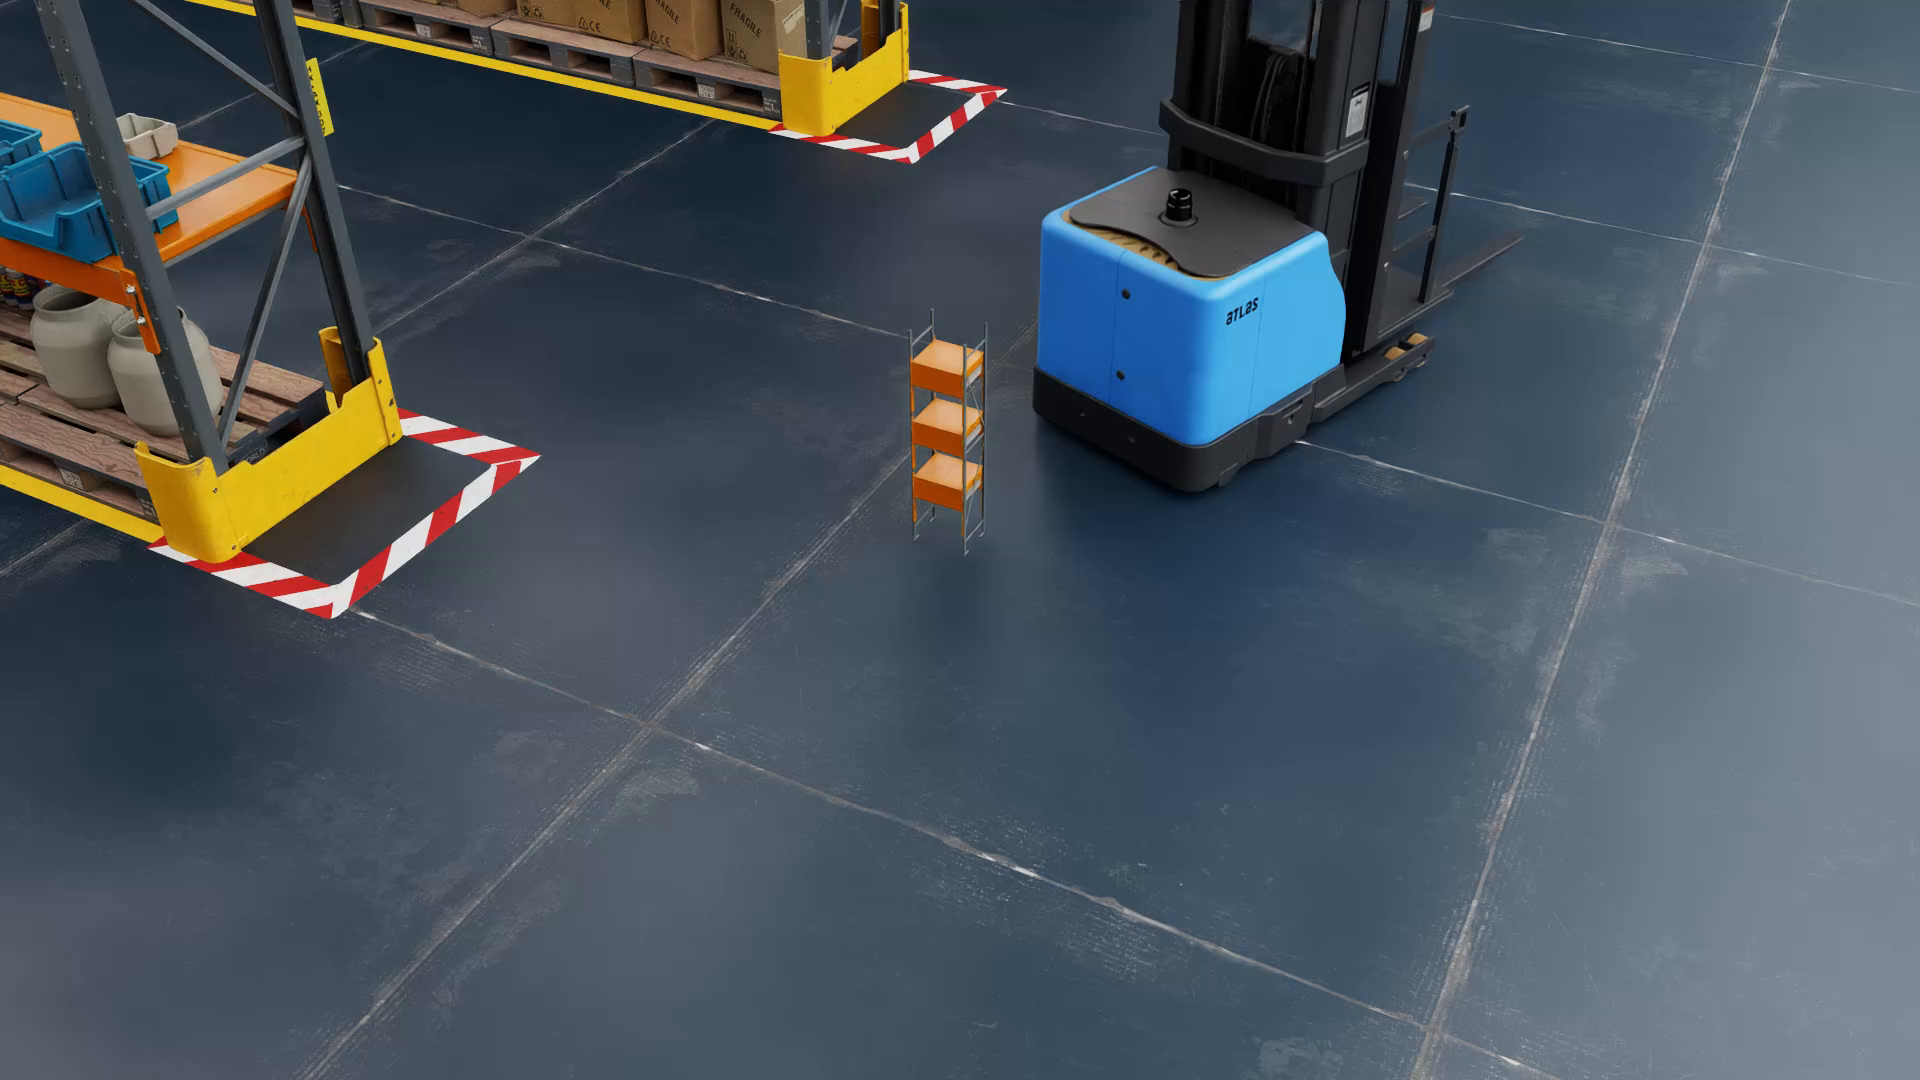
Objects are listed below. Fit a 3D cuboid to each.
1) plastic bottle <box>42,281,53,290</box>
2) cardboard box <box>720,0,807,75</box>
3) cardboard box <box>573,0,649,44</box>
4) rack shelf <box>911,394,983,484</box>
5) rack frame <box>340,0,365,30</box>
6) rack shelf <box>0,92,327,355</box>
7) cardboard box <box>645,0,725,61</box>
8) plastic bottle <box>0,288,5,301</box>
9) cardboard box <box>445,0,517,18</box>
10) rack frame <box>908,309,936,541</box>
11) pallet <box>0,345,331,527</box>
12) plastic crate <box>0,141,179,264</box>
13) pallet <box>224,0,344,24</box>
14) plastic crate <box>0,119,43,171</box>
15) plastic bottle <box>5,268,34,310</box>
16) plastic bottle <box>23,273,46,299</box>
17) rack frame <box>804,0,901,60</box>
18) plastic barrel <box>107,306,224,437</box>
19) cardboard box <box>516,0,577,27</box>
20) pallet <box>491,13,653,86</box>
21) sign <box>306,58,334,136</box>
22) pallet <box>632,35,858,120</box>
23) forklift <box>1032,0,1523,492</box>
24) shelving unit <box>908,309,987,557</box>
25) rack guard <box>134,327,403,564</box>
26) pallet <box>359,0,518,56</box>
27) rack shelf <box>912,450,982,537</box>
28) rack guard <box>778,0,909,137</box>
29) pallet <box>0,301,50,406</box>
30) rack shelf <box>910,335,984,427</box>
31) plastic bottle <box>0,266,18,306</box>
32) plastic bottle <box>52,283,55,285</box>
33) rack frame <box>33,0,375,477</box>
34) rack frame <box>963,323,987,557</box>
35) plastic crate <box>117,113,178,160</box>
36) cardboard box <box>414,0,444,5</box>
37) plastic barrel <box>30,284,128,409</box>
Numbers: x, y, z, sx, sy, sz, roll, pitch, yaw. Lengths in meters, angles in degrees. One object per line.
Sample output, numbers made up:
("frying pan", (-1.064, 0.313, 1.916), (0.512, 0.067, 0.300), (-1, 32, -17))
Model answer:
("plastic bottle", (-4.517, -1.206, 8.308), (0.097, 0.201, 0.097), (0, 37, 0))
("cardboard box", (-1.228, -3.458, 11.045), (0.500, 0.500, 0.500), (25, 44, 29))
("cardboard box", (-2.322, -3.790, 11.483), (0.500, 0.500, 0.500), (21, 42, 26))
("rack shelf", (-0.048, -0.425, 6.959), (0.240, 0.259, 0.215), (17, 41, 21))
("rack frame", (-4.233, -5.216, 11.641), (0.127, 3.000, 1.000), (17, 41, 21))
("rack shelf", (-4.735, -1.714, 7.623), (4.000, 0.370, 1.077), (17, 41, 21))
("cardboard box", (-1.774, -3.606, 11.240), (0.500, 0.500, 0.500), (29, 46, 33))
("plastic bottle", (-4.907, -1.328, 8.469), (0.097, 0.201, 0.097), (0, 37, 0))
("cardboard box", (-3.384, -4.100, 11.890), (0.500, 0.500, 0.500), (-30, 47, -34))
("rack frame", (-0.156, -0.467, 6.997), (0.008, 1.050, 0.200), (17, 41, 21))
("pallet", (-3.767, -0.559, 7.812), (1.213, 0.211, 1.003), (17, 41, 21))
("plastic crate", (-3.541, -1.364, 6.689), (0.616, 0.251, 0.499), (17, 41, 21))
("pallet", (-4.925, -4.321, 12.768), (1.213, 0.211, 1.003), (17, 41, 21))
("plastic crate", (-4.115, -1.548, 6.931), (0.408, 0.251, 0.499), (17, 41, 21))
("plastic bottle", (-4.730, -1.300, 8.375), (0.097, 0.271, 0.097), (0, 37, 0))
("plastic bottle", (-4.618, -1.282, 8.341), (0.133, 0.283, 0.061), (18, 41, 22))
("rack frame", (-0.681, -4.104, 10.176), (0.127, 3.000, 1.000), (17, 41, 21))
("plastic barrel", (-3.578, -0.763, 7.485), (0.421, 0.512, 0.421), (0, 37, 0))
("cardboard box", (-2.797, -3.970, 11.719), (0.500, 0.500, 0.500), (14, 39, 18))
("pallet", (-2.533, -3.599, 11.817), (1.213, 0.211, 1.003), (17, 41, 21))
("sign", (-2.702, -1.849, 6.976), (0.005, 0.325, 0.100), (17, 41, 21))
("pallet", (-1.454, -3.259, 11.369), (1.213, 0.211, 1.003), (17, 41, 21))
("forklift", (1.756, -2.162, 7.673), (3.031, 2.935, 1.130), (-30, 47, -34))
("shelving unit", (-0.048, -0.433, 6.952), (0.252, 1.050, 0.215), (17, 41, 21))
("rack guard", (-3.048, -0.445, 7.423), (0.348, 0.500, 1.175), (17, 41, 21))
("pallet", (-3.620, -3.938, 12.263), (1.213, 0.211, 1.003), (17, 41, 21))
("rack shelf", (-0.048, -0.203, 7.127), (0.240, 0.259, 0.215), (17, 41, 21))
("rack guard", (-0.748, -3.130, 10.959), (0.348, 0.500, 1.175), (17, 41, 21))
("pallet", (-4.846, -0.899, 8.259), (1.213, 0.211, 1.003), (17, 41, 21))
("rack shelf", (-0.048, -0.651, 6.787), (0.240, 0.259, 0.215), (17, 41, 21))
("plastic bottle", (-4.819, -1.328, 8.411), (0.097, 0.271, 0.097), (0, 37, 0))
("plastic bottle", (-4.425, -1.205, 8.249), (0.097, 0.271, 0.097), (0, 37, 0))
("rack frame", (-2.959, -1.445, 6.673), (0.127, 3.000, 1.000), (17, 41, 21))
("rack frame", (0.061, -0.399, 6.907), (0.008, 1.050, 0.200), (17, 41, 21))
("plastic crate", (-3.605, -1.761, 7.308), (0.250, 0.136, 0.298), (17, 41, 21))
("cardboard box", (-3.896, -4.255, 12.095), (0.500, 0.500, 0.500), (16, 40, 20))
("plastic barrel", (-4.023, -0.903, 7.668), (0.421, 0.512, 0.421), (0, 37, 0))
